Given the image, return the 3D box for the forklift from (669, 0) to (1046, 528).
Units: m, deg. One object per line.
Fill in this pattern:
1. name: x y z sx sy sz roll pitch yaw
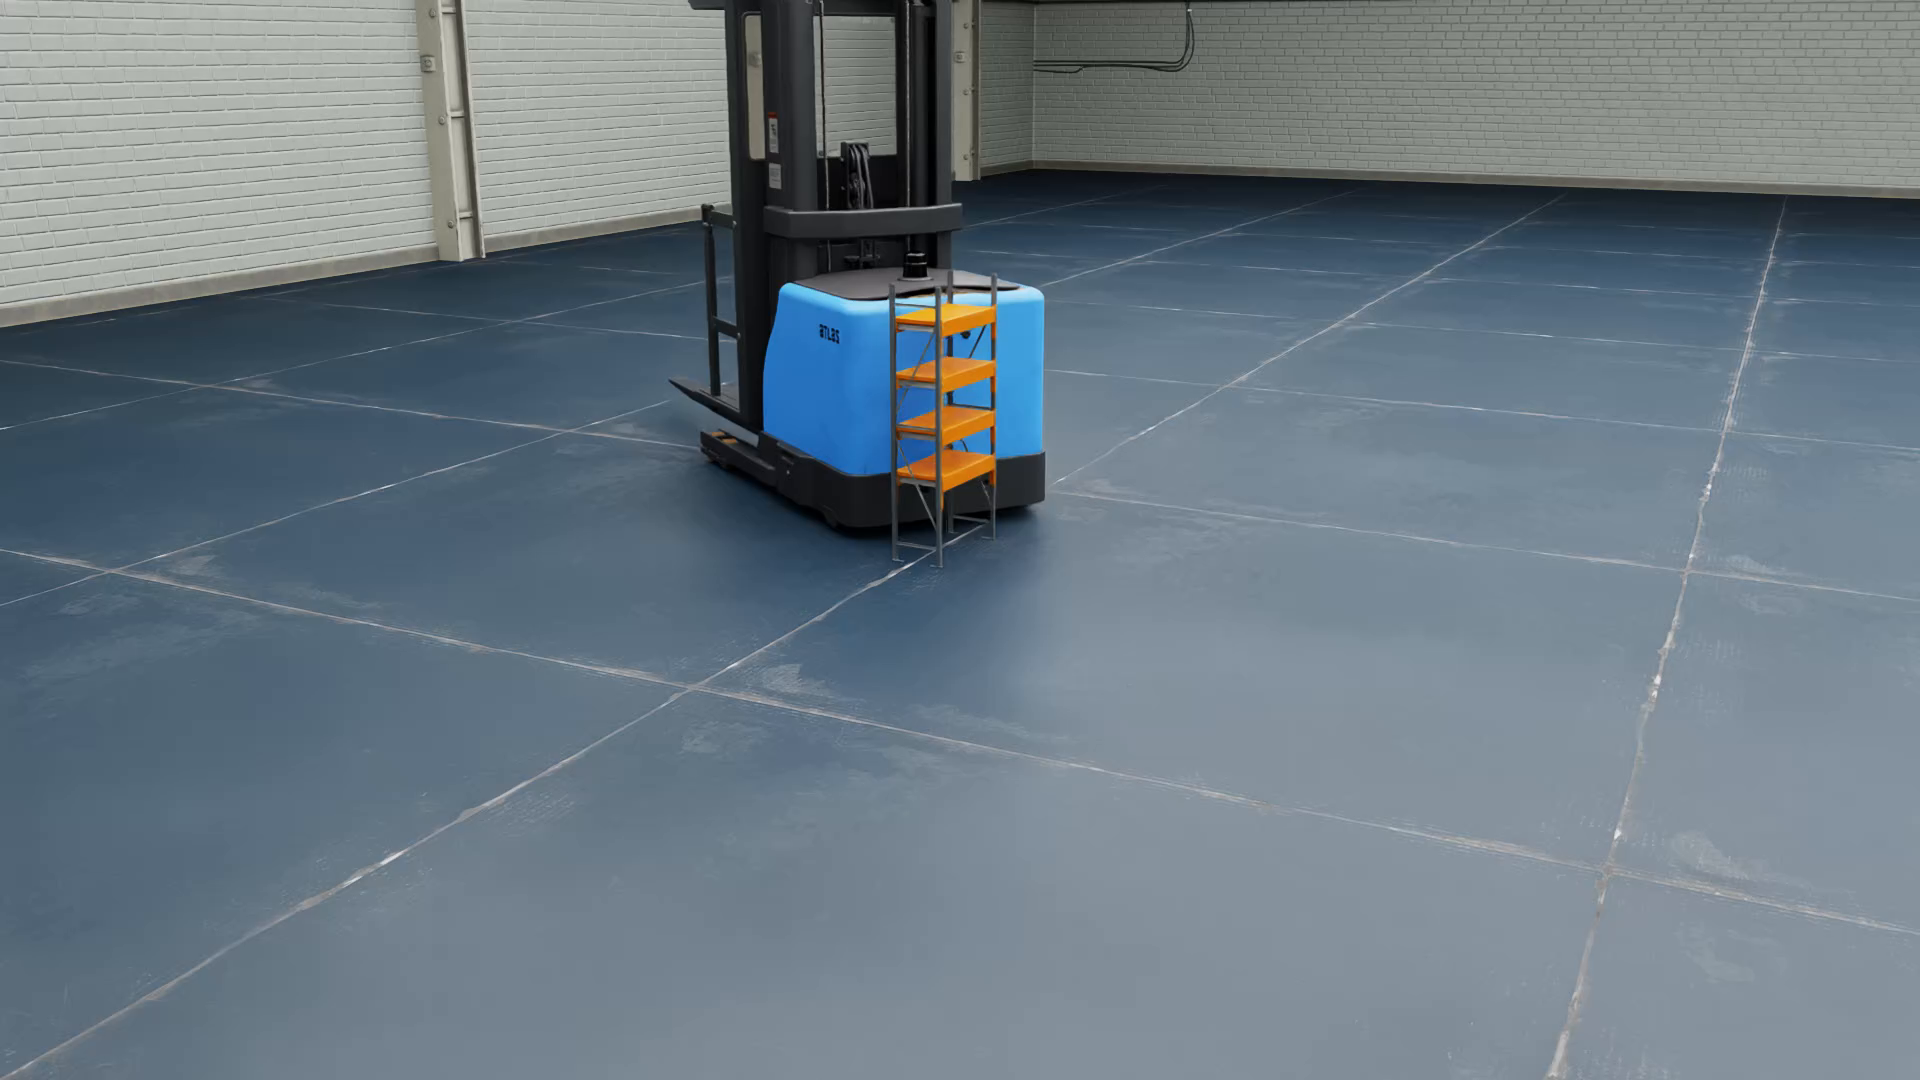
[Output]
1. forklift: -0.738 -1.830 8.537 1.130 2.935 3.031 -9 19 -27

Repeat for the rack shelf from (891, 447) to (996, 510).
1. rack shelf: -0.066 -0.275 7.276 0.258 0.148 0.480 9 19 28

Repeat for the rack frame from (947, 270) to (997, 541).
1. rack frame: 0.053 -0.590 7.404 0.240 1.200 0.015 9 19 28

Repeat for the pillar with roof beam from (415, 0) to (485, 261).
1. pillar with roof beam: -1.391 -6.727 14.369 9.100 9.000 0.400 8 18 25

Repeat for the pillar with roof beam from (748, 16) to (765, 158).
1. pillar with roof beam: 1.290 -8.256 19.515 9.100 9.000 0.400 8 18 25

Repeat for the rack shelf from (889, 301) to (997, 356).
1. rack shelf: -0.066 -0.906 7.088 0.258 0.148 0.480 9 19 28

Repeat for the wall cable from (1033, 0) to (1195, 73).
1. wall cable: 2.619 -9.425 28.906 3.097 2.526 0.112 8 18 25

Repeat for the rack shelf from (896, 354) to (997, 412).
1. rack shelf: -0.066 -0.680 7.156 0.258 0.148 0.480 9 19 28

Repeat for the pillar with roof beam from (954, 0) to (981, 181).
1. pillar with roof beam: 3.971 -9.784 24.660 9.100 9.000 0.400 8 18 25

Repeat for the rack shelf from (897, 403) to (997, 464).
1. rack shelf: -0.066 -0.465 7.219 0.258 0.148 0.480 9 19 28

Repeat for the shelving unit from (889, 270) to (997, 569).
1. shelving unit: -0.066 -0.530 7.200 0.258 1.200 0.503 9 19 28

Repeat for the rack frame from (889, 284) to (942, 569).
1. rack frame: -0.185 -0.469 6.996 0.240 1.200 0.015 9 19 28
